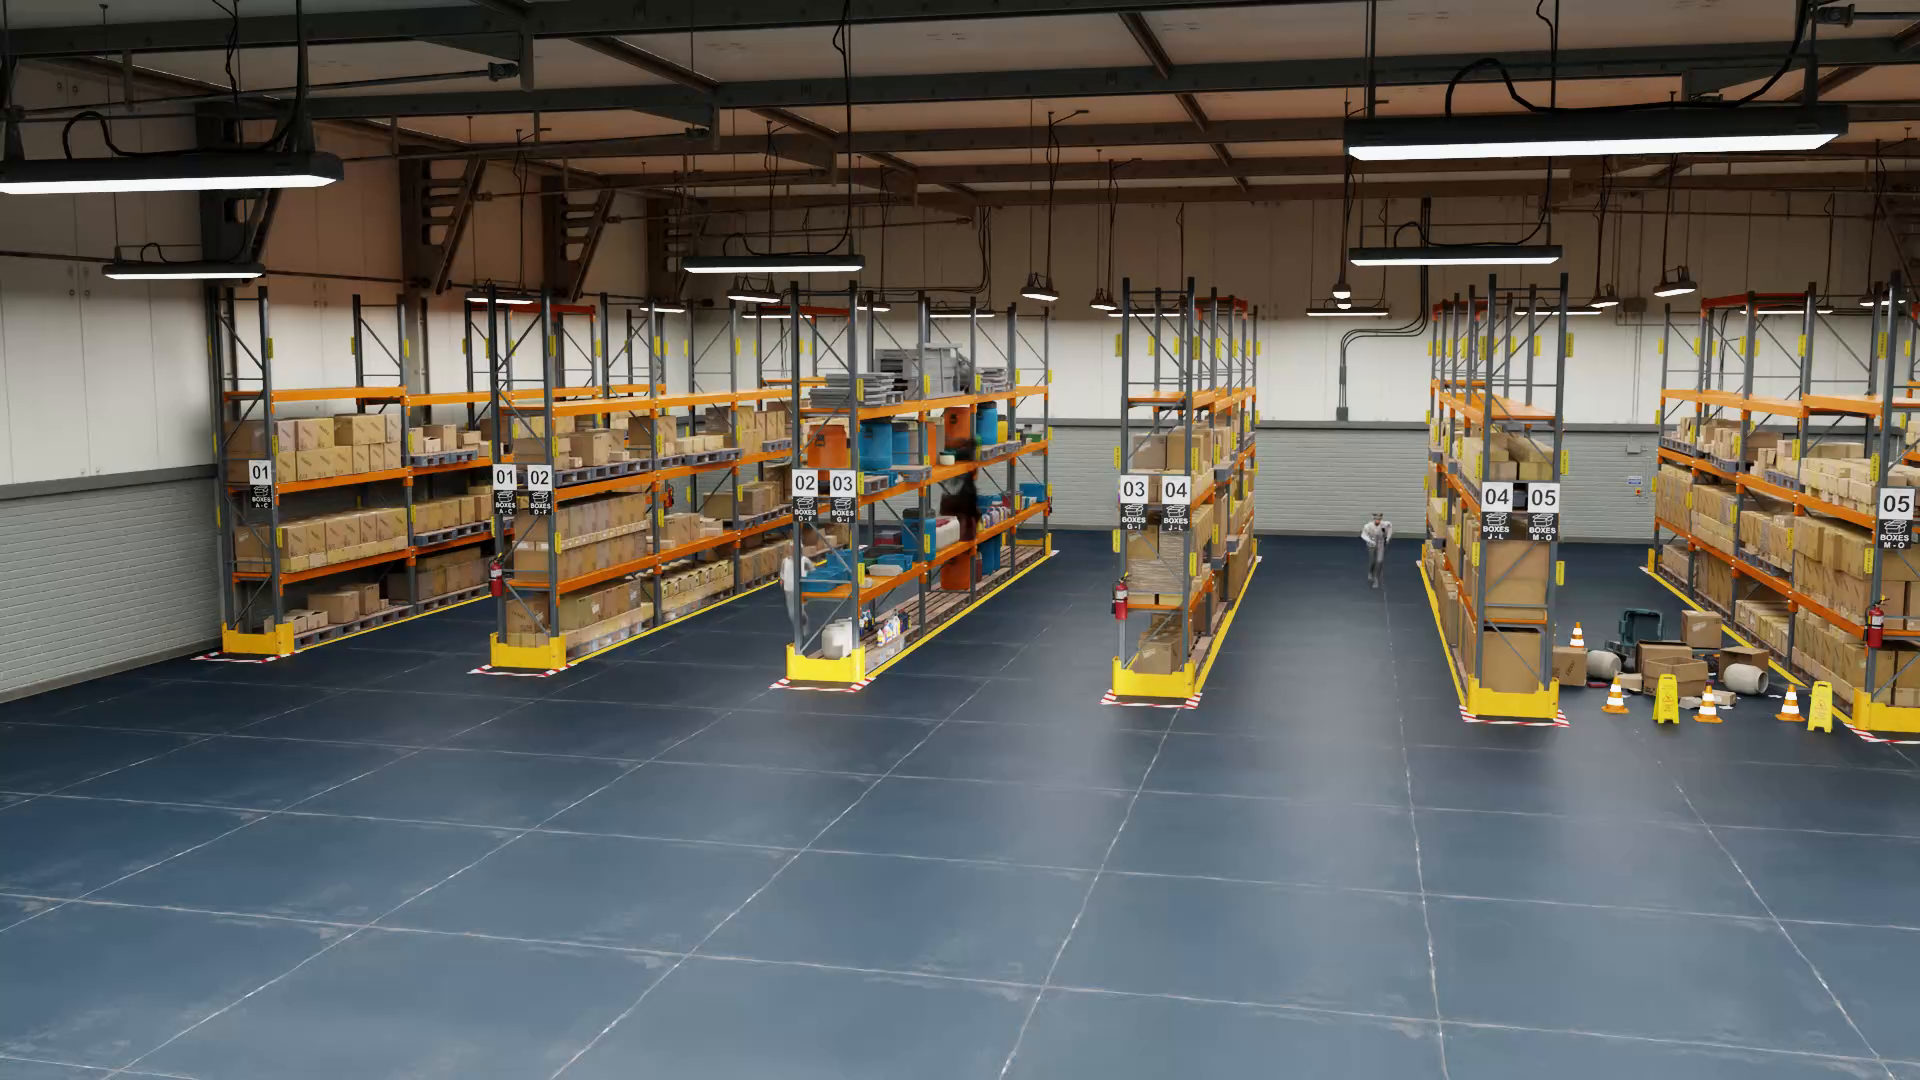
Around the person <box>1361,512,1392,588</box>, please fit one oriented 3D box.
[{"bbox_3d":[8.821,0.186,35.297,0.656,1.626,0.964,1,7,6],"label":"person"}]

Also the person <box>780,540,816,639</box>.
[{"bbox_3d":[-2.830,0.858,28.562,0.635,1.726,0.564,2,7,15],"label":"person"}]
